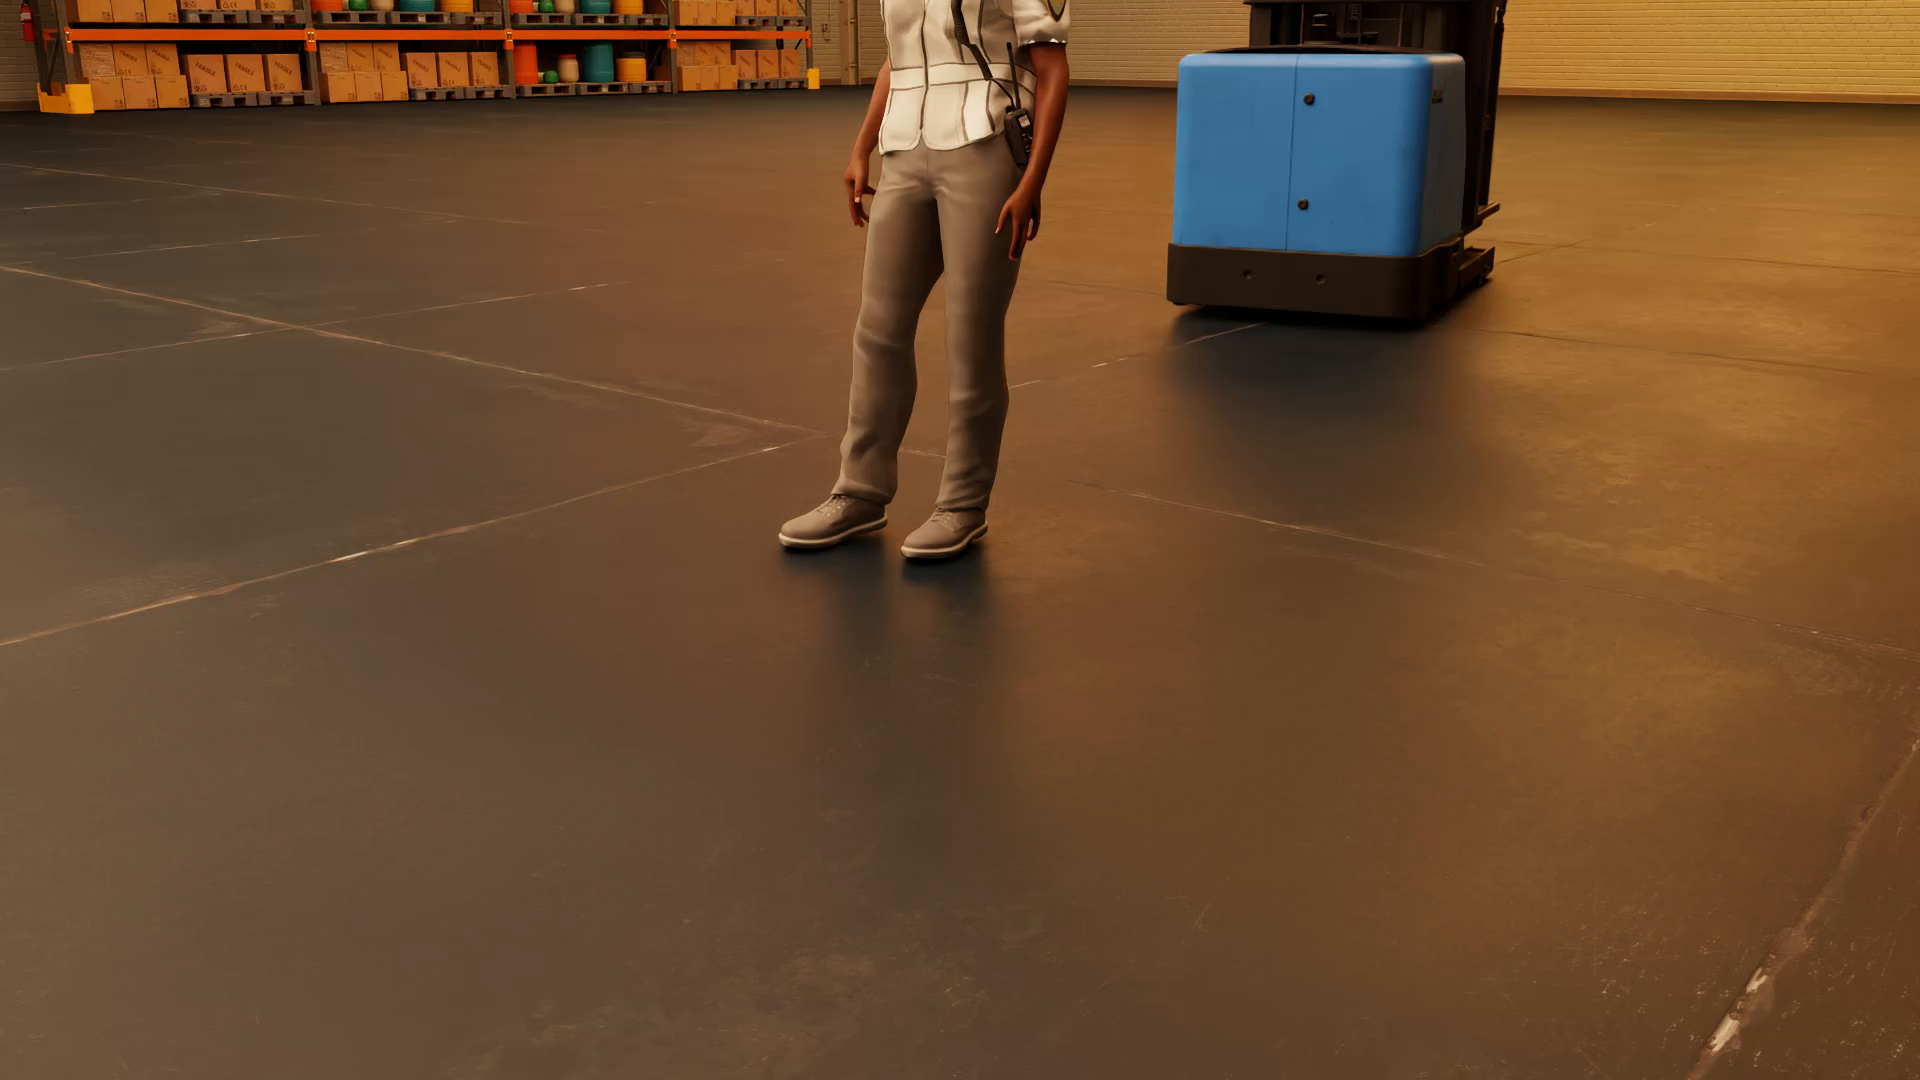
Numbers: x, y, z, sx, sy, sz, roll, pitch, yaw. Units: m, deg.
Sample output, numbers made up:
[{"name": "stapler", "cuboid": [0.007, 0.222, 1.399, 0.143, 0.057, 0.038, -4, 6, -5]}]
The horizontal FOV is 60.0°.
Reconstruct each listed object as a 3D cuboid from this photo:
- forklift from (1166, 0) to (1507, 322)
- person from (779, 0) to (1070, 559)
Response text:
[{"name": "forklift", "cuboid": [1.967, -2.667, 7.680, 1.130, 2.935, 3.031, 8, 19, 24]}, {"name": "person", "cuboid": [-0.063, -0.805, 3.651, 0.569, 1.694, 0.530, 13, 21, 37]}]
